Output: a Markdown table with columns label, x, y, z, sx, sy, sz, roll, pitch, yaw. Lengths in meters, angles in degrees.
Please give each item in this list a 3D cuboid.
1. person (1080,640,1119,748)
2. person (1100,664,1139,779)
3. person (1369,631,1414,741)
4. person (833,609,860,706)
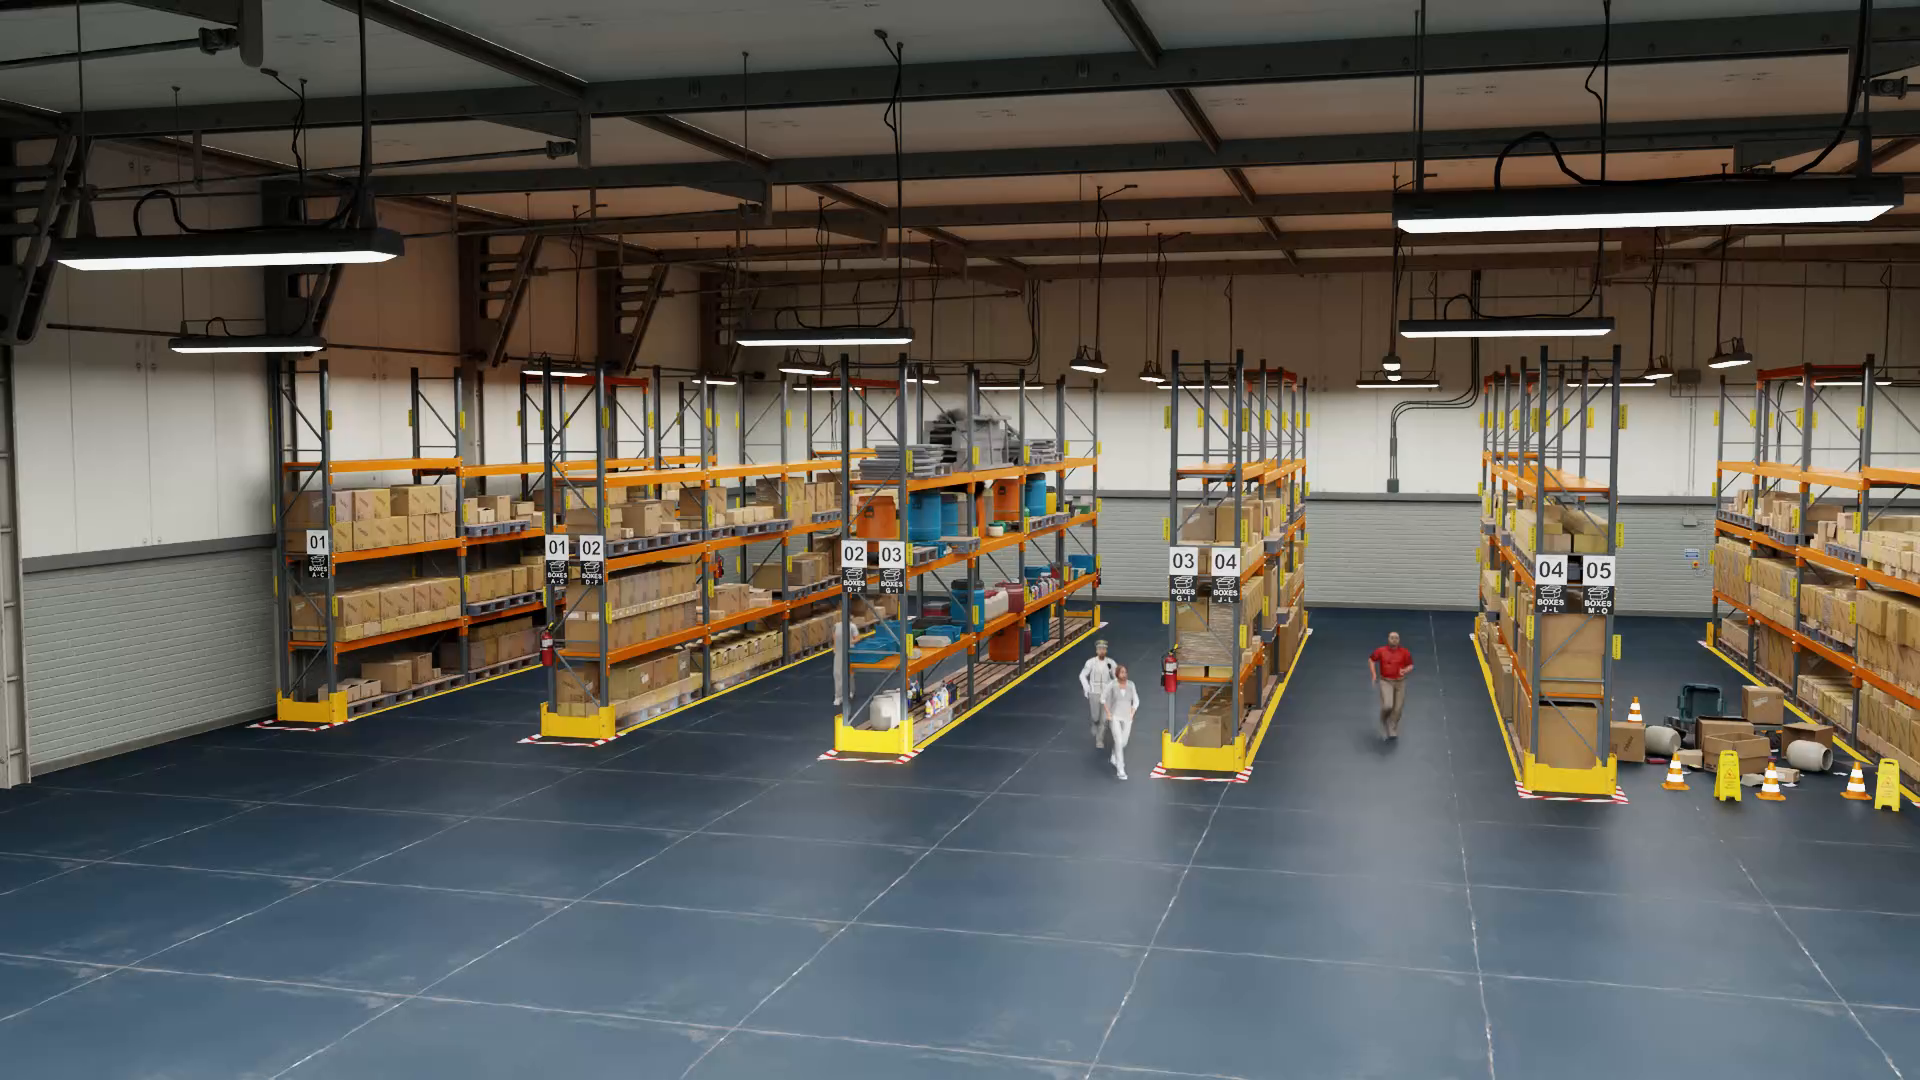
| label | x | y | z | sx | sy | sz | roll | pitch | yaw |
| --- | --- | --- | --- | --- | --- | --- | --- | --- | --- |
| person | 2.157 | 2.342 | 25.514 | 0.629 | 1.651 | 0.567 | 0 | 4 | 0 |
| person | 2.251 | 2.537 | 23.521 | 0.544 | 1.588 | 0.740 | -1 | 4 | -10 |
| person | 6.752 | 2.286 | 25.948 | 0.645 | 1.719 | 0.675 | 0 | 4 | 2 |
| person | -2.023 | 2.058 | 29.467 | 0.554 | 1.706 | 0.777 | 1 | 4 | 11 |
